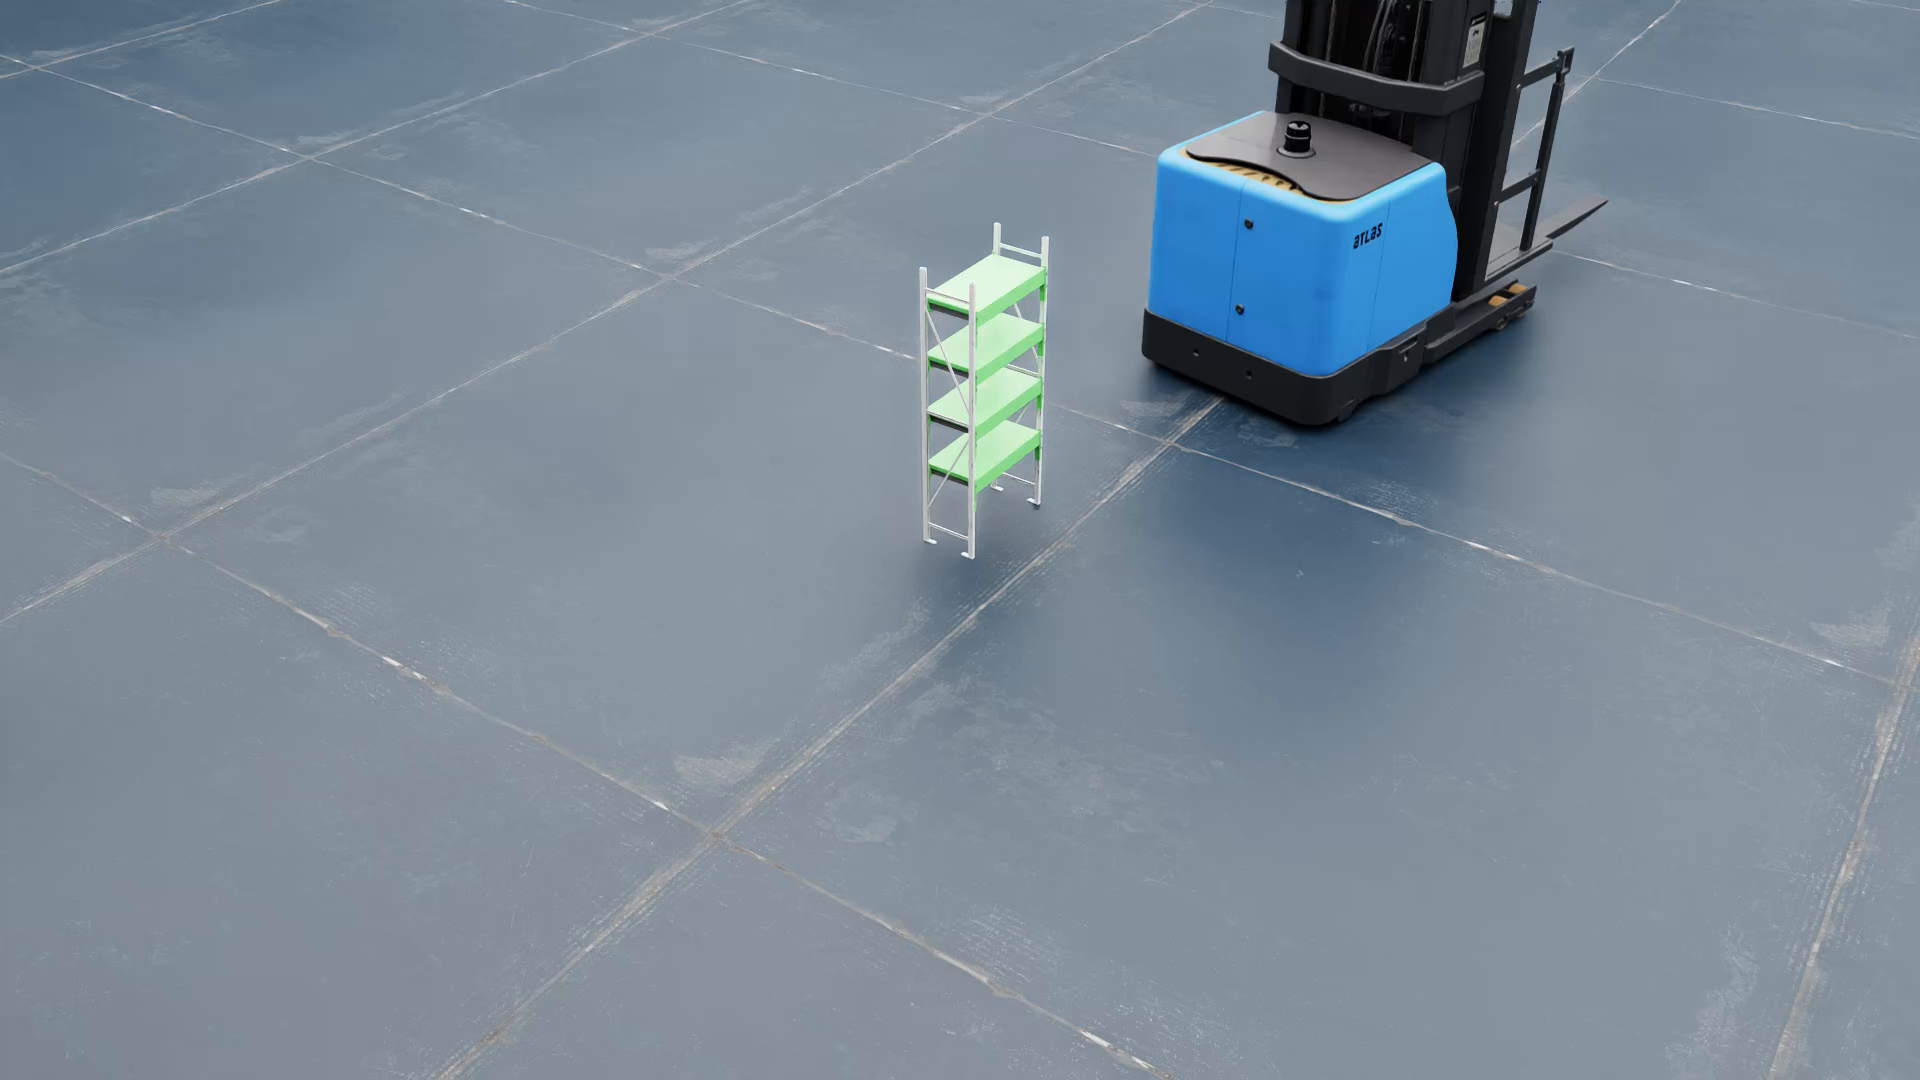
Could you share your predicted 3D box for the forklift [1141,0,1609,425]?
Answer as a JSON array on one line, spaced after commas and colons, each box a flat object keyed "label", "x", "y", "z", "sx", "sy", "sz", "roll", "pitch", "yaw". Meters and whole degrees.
[{"label": "forklift", "x": 2.263, "y": -2.446, "z": 7.750, "sx": 1.130, "sy": 2.935, "sz": 3.031, "roll": 29, "pitch": 44, "yaw": 36}]

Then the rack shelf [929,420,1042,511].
[{"label": "rack shelf", "x": 0.094, "y": -0.321, "z": 6.697, "sx": 0.258, "sy": 0.148, "sz": 0.480, "roll": 21, "pitch": 39, "yaw": 28}]

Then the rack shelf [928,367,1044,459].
[{"label": "rack shelf", "x": 0.094, "y": -0.520, "z": 6.562, "sx": 0.258, "sy": 0.148, "sz": 0.480, "roll": 21, "pitch": 39, "yaw": 28}]

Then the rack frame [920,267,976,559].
[{"label": "rack frame", "x": -0.045, "y": -0.461, "z": 6.360, "sx": 0.240, "sy": 1.200, "sz": 0.015, "roll": 21, "pitch": 39, "yaw": 28}]

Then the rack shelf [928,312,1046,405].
[{"label": "rack shelf", "x": 0.094, "y": -0.719, "z": 6.428, "sx": 0.258, "sy": 0.148, "sz": 0.480, "roll": 21, "pitch": 39, "yaw": 28}]

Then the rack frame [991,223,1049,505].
[{"label": "rack frame", "x": 0.234, "y": -0.685, "z": 6.693, "sx": 0.240, "sy": 1.200, "sz": 0.015, "roll": 21, "pitch": 39, "yaw": 28}]

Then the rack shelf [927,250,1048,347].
[{"label": "rack shelf", "x": 0.094, "y": -0.918, "z": 6.293, "sx": 0.258, "sy": 0.148, "sz": 0.480, "roll": 21, "pitch": 39, "yaw": 28}]

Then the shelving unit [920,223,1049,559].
[{"label": "shelving unit", "x": 0.094, "y": -0.573, "z": 6.527, "sx": 0.258, "sy": 1.200, "sz": 0.503, "roll": 21, "pitch": 39, "yaw": 28}]
